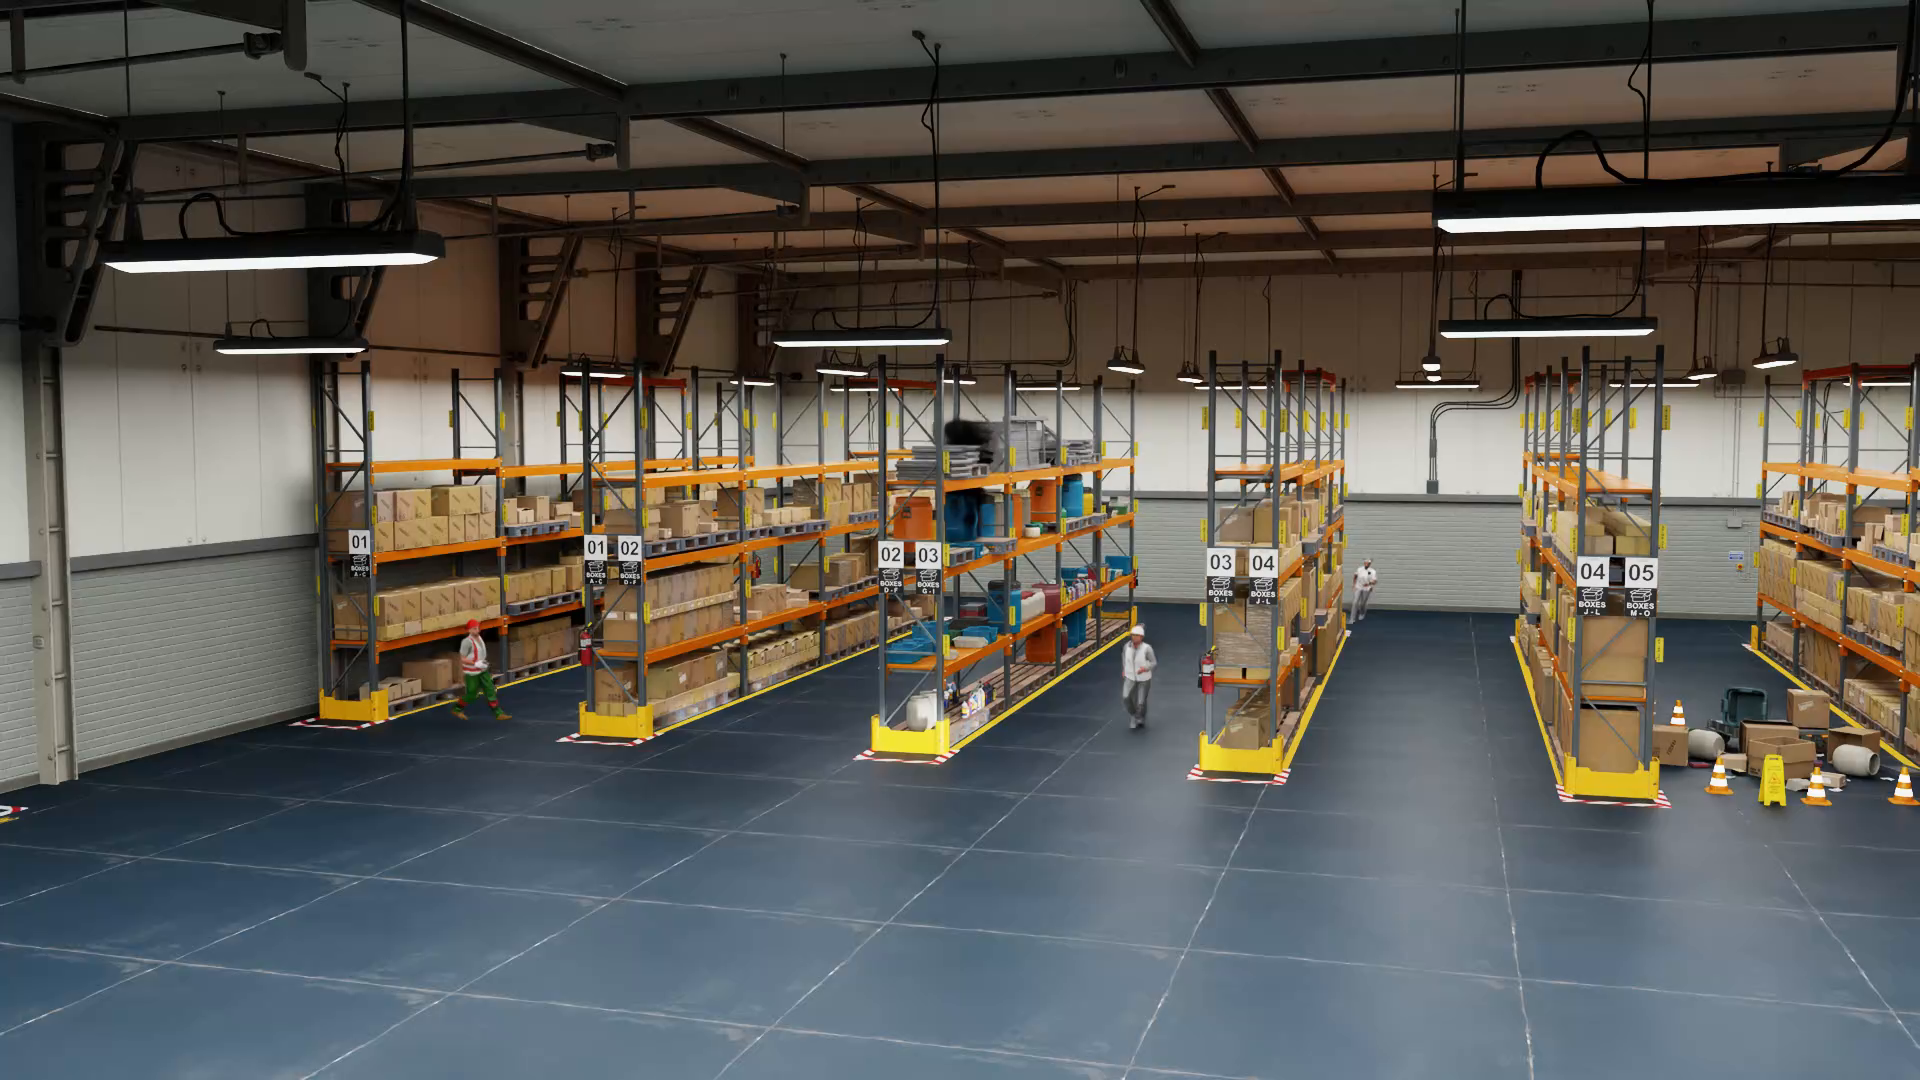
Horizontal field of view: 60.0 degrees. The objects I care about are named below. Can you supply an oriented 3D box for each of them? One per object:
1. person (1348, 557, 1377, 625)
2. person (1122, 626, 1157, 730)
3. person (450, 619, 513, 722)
[{"bbox_3d":[9.985,1.238,41.049,0.625,1.646,0.897,2,5,26],"label":"person"},{"bbox_3d":[2.904,2.229,27.028,0.632,1.706,0.881,1,4,19],"label":"person"},{"bbox_3d":[-7.911,2.144,27.222,1.079,1.728,0.720,1,4,17],"label":"person"}]
